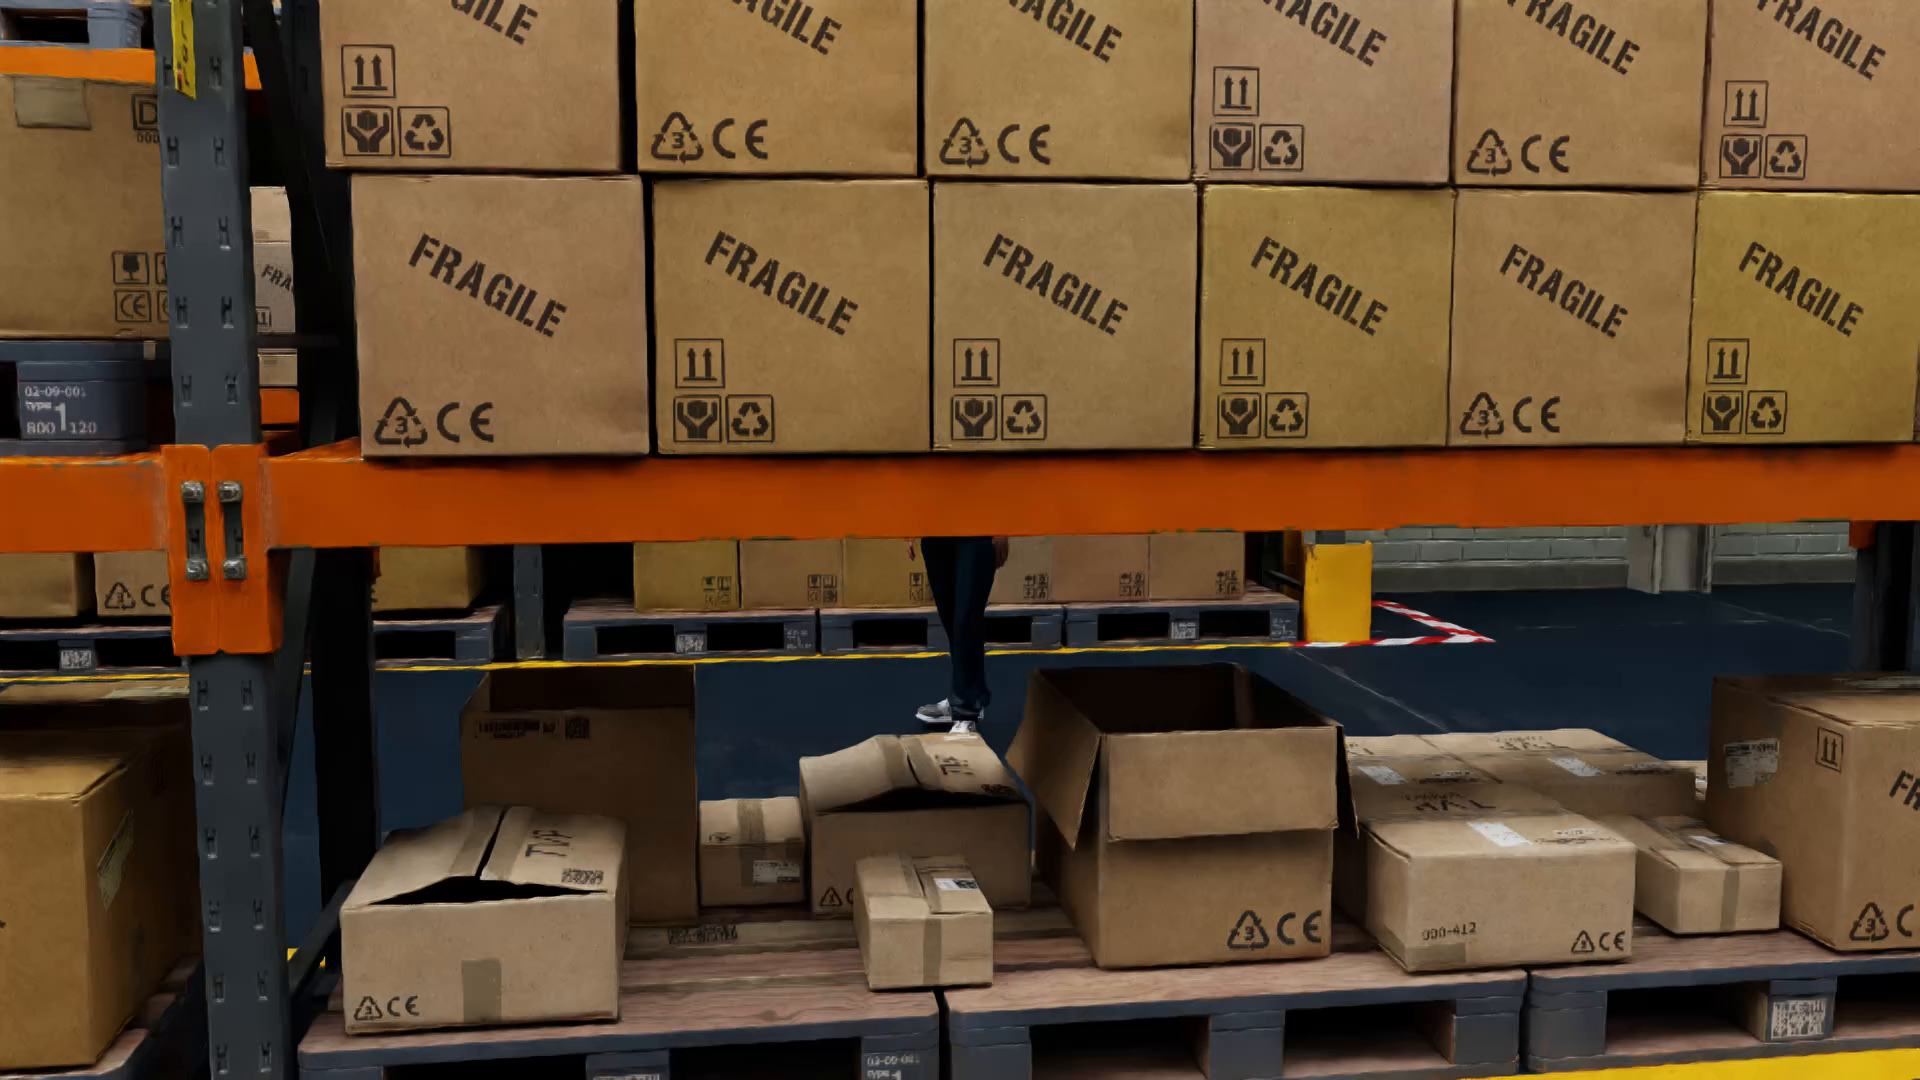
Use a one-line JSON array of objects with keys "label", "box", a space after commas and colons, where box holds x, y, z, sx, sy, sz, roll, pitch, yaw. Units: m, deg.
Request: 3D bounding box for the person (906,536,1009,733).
[{"label": "person", "box": [-0.015, -0.033, 6.299, 0.479, 1.596, 0.487, 5, 8, 35]}]
